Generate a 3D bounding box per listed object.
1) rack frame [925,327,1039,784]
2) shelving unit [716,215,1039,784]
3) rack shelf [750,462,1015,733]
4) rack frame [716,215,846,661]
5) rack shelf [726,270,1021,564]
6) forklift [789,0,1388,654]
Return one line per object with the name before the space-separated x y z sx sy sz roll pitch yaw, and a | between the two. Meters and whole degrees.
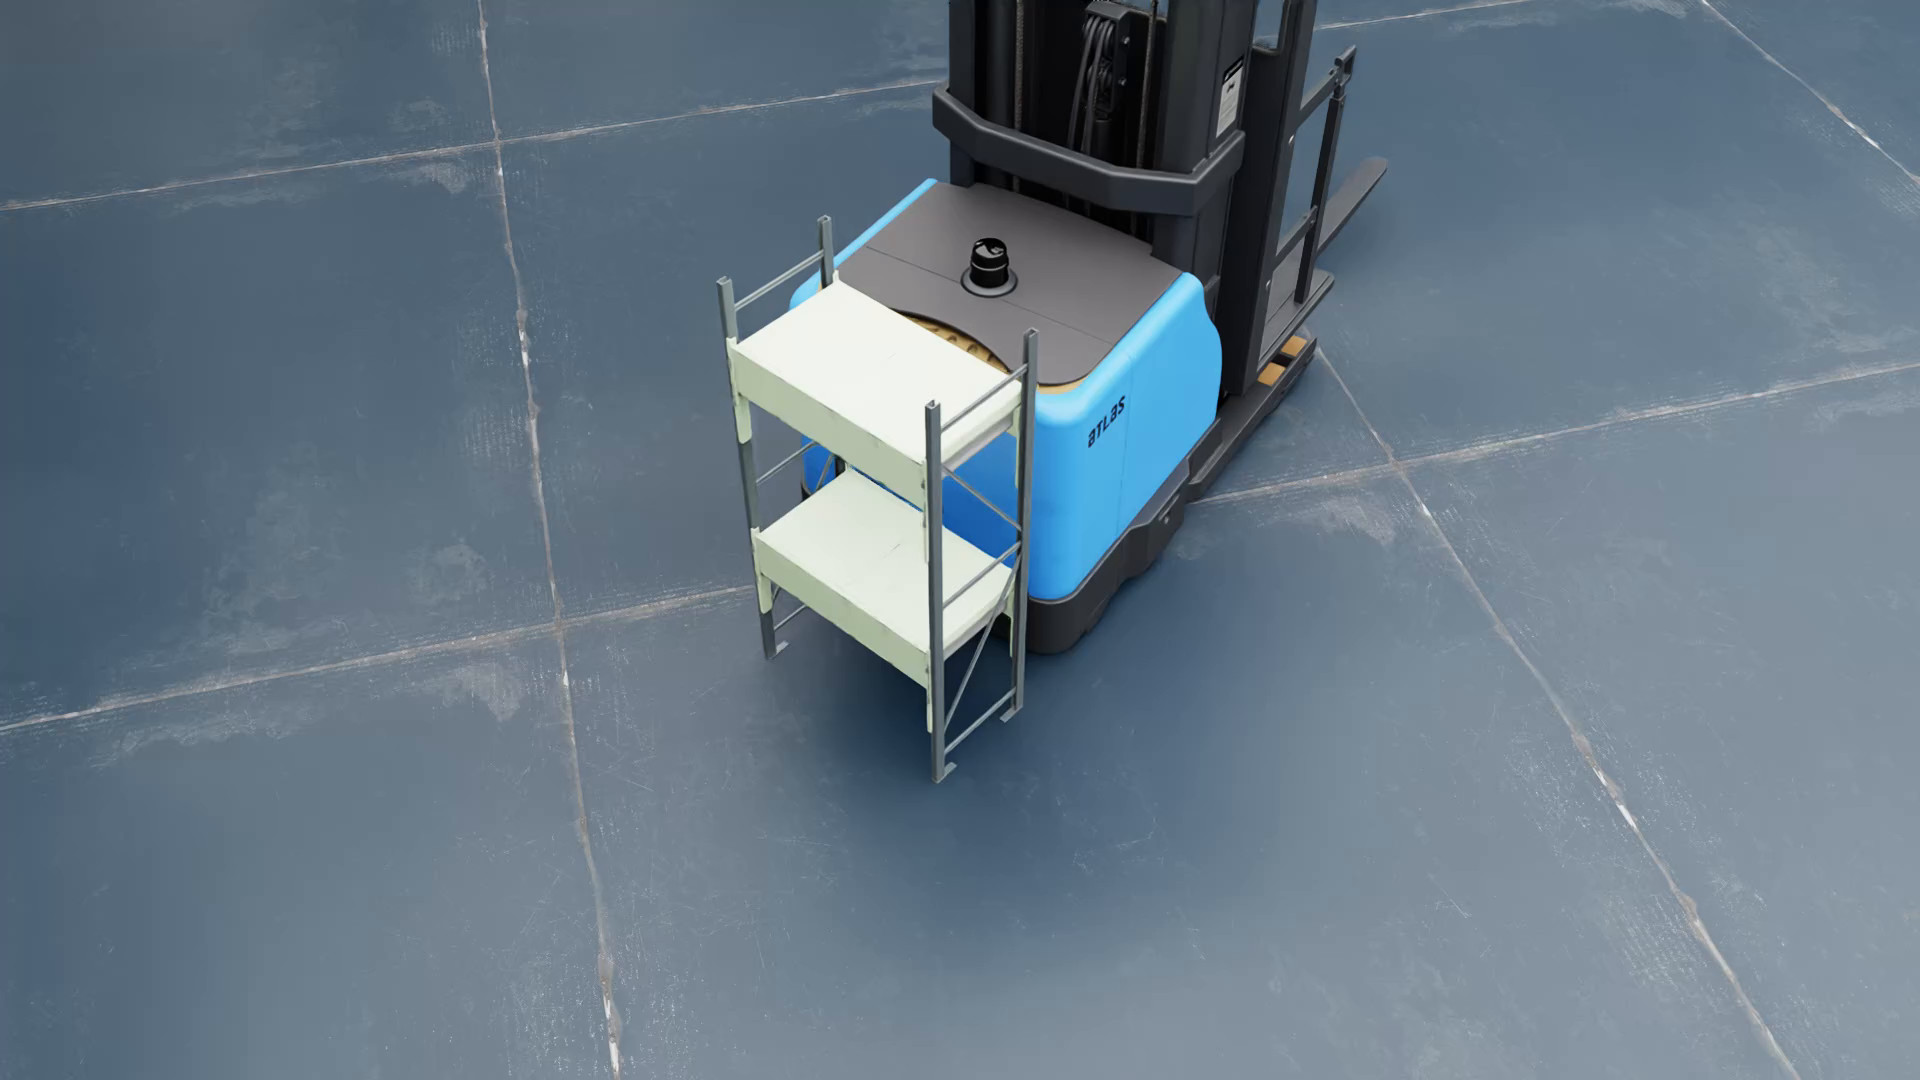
rack frame | 0.056 0.102 4.600 0.023 1.500 0.400 32 54 28
shelving unit | -0.217 -0.072 4.770 0.755 1.500 0.431 32 54 28
rack shelf | -0.217 0.157 5.003 0.720 0.370 0.431 32 54 28
rack frame | -0.491 -0.246 4.940 0.023 1.500 0.400 32 54 28
rack shelf | -0.217 -0.345 4.491 0.720 0.370 0.431 32 54 28
forklift | 0.696 -1.693 5.357 1.130 2.935 3.031 25 51 22
